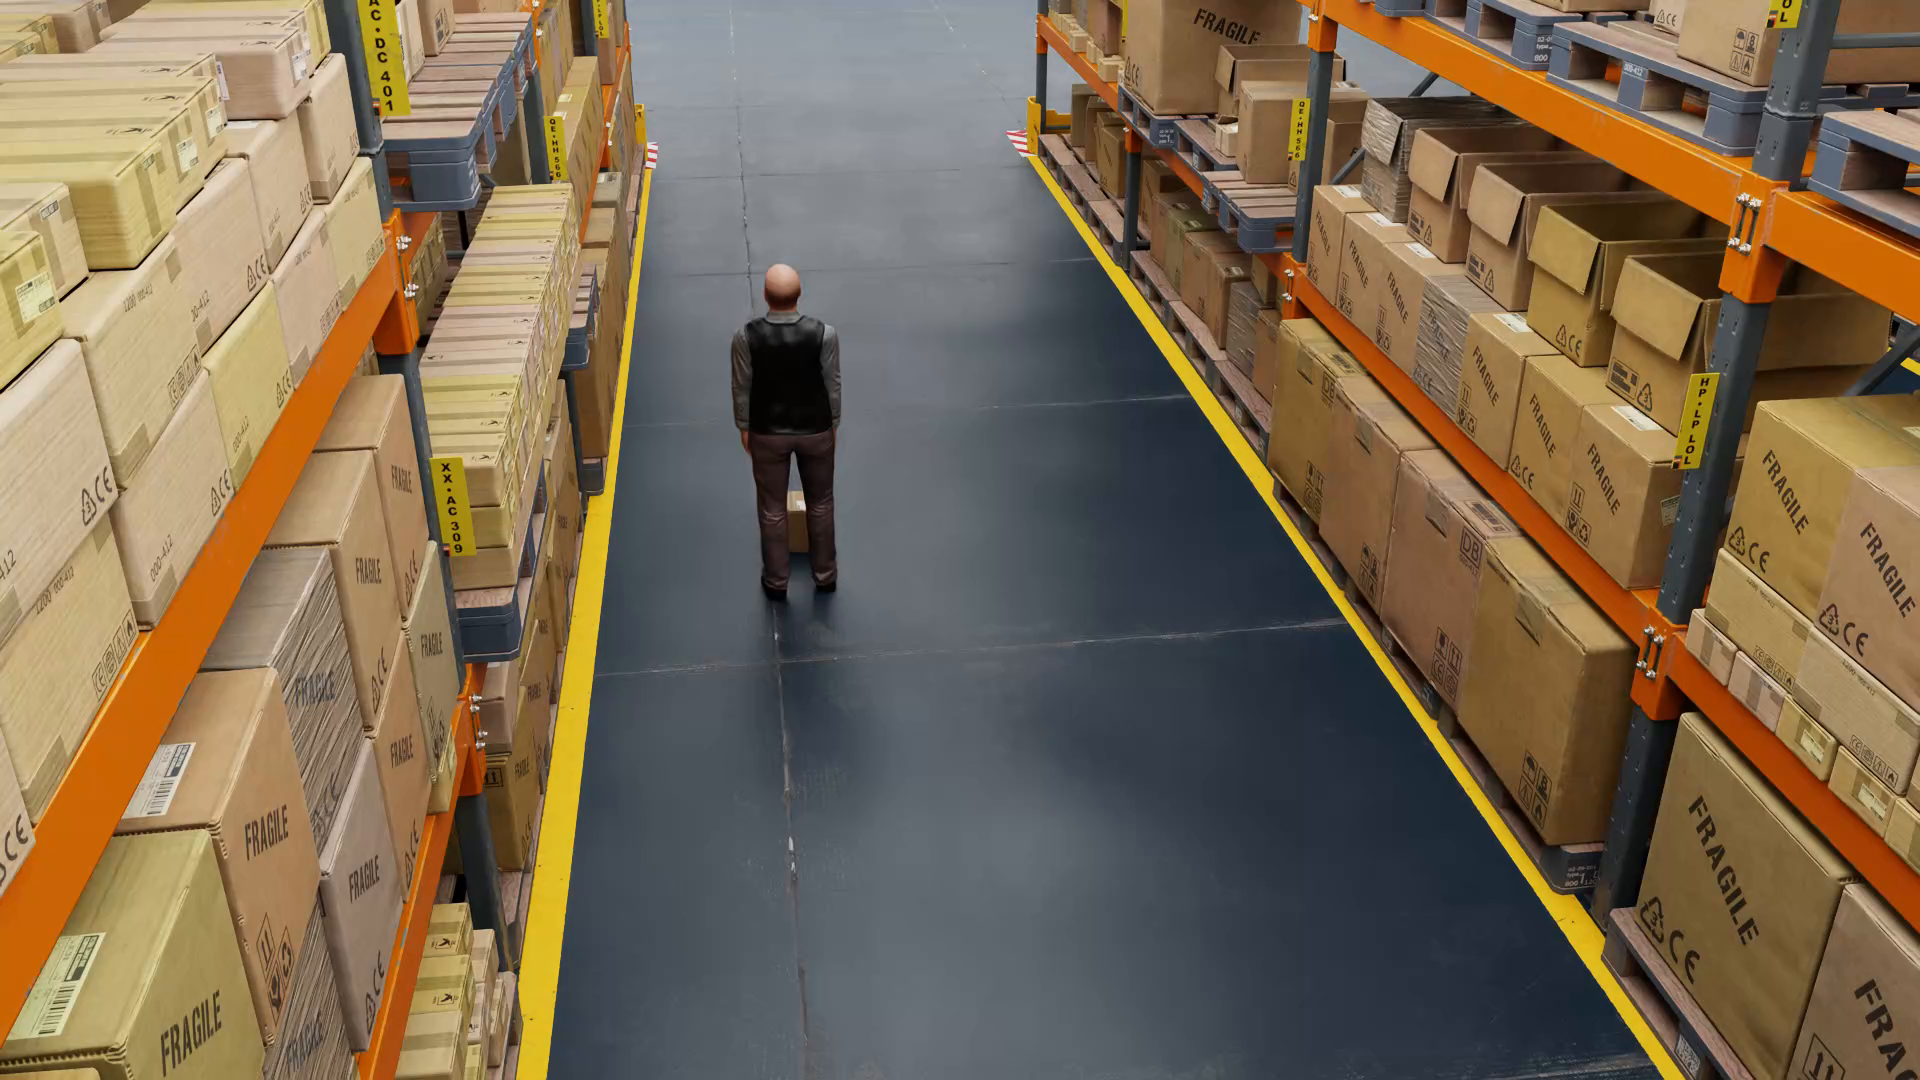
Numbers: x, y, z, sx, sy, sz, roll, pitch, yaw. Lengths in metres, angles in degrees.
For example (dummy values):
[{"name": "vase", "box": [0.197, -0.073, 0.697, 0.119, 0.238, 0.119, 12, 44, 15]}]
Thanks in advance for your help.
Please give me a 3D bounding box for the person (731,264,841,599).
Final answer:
[{"name": "person", "box": [-0.845, -0.532, 8.201, 0.532, 1.723, 0.357, -3, 27, -6]}]
